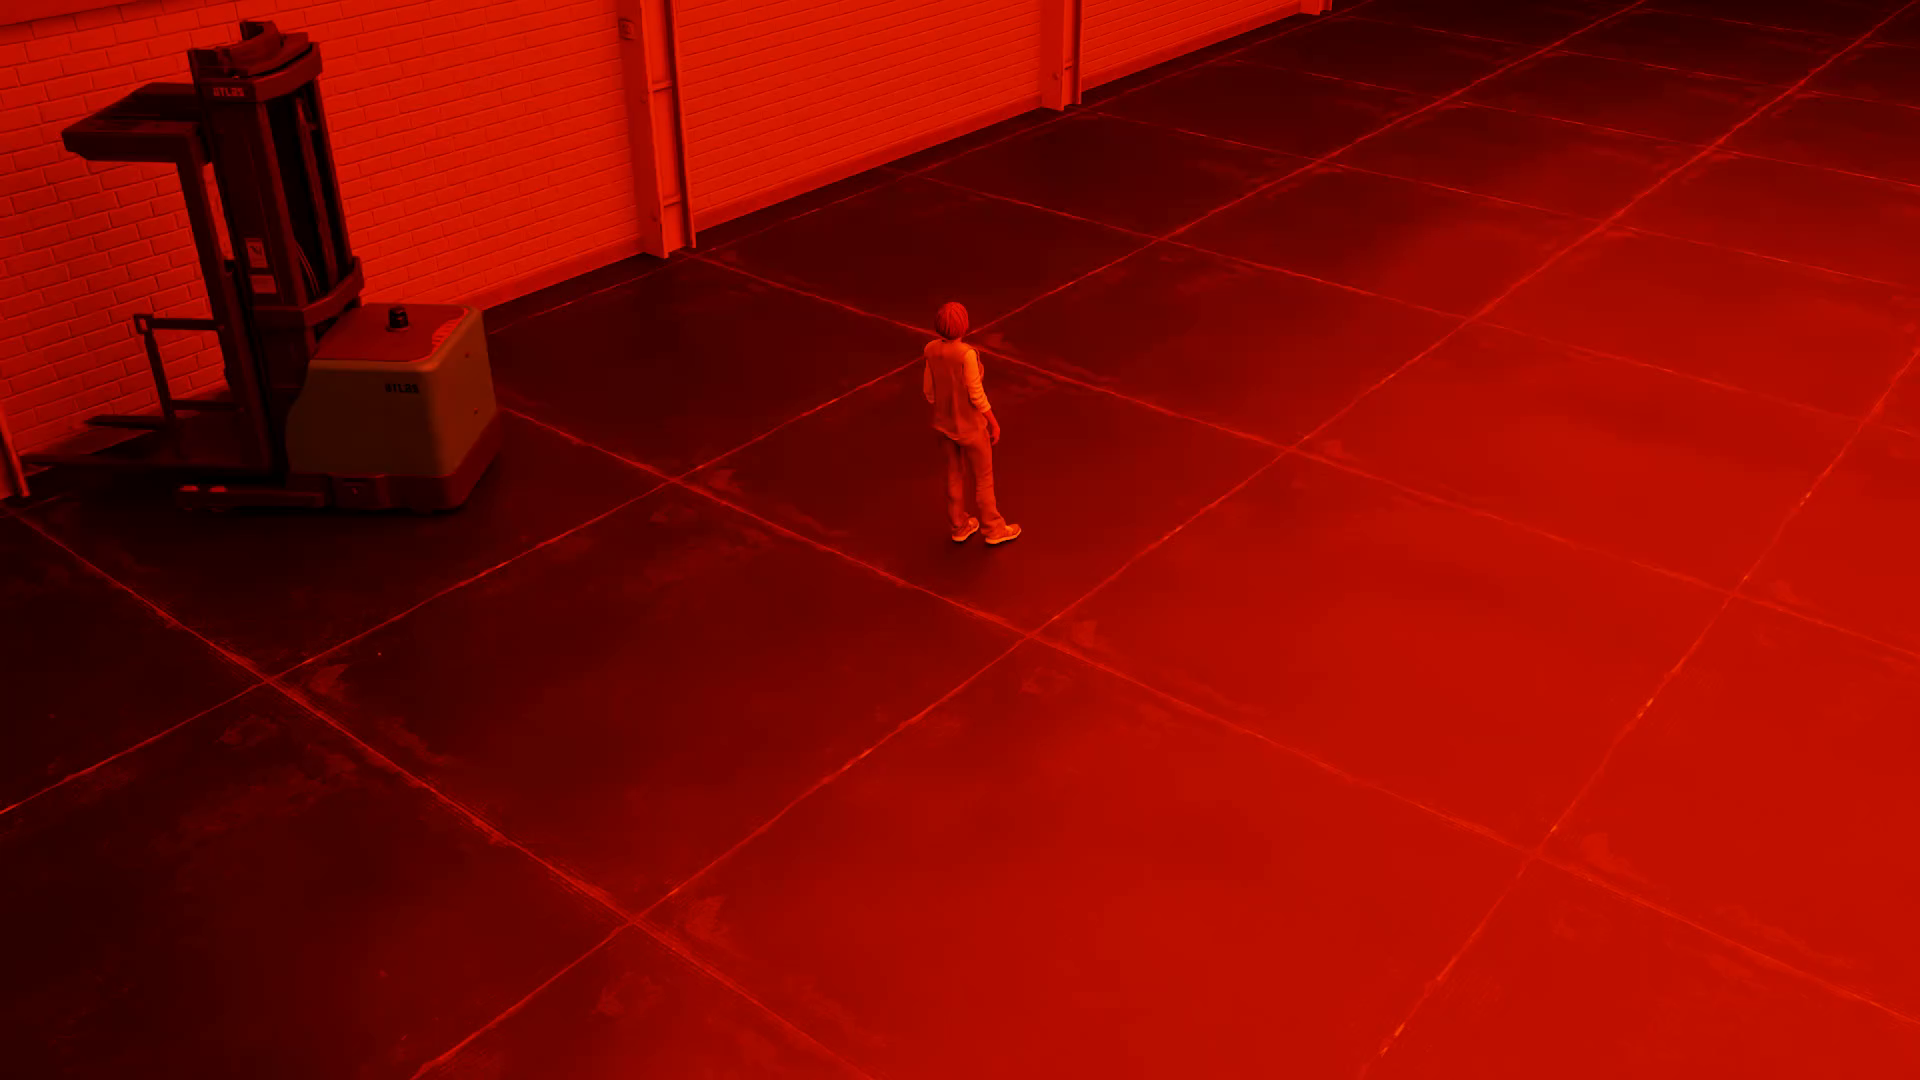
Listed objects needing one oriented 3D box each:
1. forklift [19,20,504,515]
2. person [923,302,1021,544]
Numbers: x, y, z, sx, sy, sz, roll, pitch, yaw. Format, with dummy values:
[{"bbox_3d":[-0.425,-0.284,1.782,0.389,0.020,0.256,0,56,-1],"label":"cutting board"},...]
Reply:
[{"bbox_3d":[-4.697,-1.712,10.525,3.031,2.935,1.130,2,30,3],"label":"forklift"},{"bbox_3d":[0.057,-0.719,10.136,0.520,1.593,0.475,22,37,33],"label":"person"}]
